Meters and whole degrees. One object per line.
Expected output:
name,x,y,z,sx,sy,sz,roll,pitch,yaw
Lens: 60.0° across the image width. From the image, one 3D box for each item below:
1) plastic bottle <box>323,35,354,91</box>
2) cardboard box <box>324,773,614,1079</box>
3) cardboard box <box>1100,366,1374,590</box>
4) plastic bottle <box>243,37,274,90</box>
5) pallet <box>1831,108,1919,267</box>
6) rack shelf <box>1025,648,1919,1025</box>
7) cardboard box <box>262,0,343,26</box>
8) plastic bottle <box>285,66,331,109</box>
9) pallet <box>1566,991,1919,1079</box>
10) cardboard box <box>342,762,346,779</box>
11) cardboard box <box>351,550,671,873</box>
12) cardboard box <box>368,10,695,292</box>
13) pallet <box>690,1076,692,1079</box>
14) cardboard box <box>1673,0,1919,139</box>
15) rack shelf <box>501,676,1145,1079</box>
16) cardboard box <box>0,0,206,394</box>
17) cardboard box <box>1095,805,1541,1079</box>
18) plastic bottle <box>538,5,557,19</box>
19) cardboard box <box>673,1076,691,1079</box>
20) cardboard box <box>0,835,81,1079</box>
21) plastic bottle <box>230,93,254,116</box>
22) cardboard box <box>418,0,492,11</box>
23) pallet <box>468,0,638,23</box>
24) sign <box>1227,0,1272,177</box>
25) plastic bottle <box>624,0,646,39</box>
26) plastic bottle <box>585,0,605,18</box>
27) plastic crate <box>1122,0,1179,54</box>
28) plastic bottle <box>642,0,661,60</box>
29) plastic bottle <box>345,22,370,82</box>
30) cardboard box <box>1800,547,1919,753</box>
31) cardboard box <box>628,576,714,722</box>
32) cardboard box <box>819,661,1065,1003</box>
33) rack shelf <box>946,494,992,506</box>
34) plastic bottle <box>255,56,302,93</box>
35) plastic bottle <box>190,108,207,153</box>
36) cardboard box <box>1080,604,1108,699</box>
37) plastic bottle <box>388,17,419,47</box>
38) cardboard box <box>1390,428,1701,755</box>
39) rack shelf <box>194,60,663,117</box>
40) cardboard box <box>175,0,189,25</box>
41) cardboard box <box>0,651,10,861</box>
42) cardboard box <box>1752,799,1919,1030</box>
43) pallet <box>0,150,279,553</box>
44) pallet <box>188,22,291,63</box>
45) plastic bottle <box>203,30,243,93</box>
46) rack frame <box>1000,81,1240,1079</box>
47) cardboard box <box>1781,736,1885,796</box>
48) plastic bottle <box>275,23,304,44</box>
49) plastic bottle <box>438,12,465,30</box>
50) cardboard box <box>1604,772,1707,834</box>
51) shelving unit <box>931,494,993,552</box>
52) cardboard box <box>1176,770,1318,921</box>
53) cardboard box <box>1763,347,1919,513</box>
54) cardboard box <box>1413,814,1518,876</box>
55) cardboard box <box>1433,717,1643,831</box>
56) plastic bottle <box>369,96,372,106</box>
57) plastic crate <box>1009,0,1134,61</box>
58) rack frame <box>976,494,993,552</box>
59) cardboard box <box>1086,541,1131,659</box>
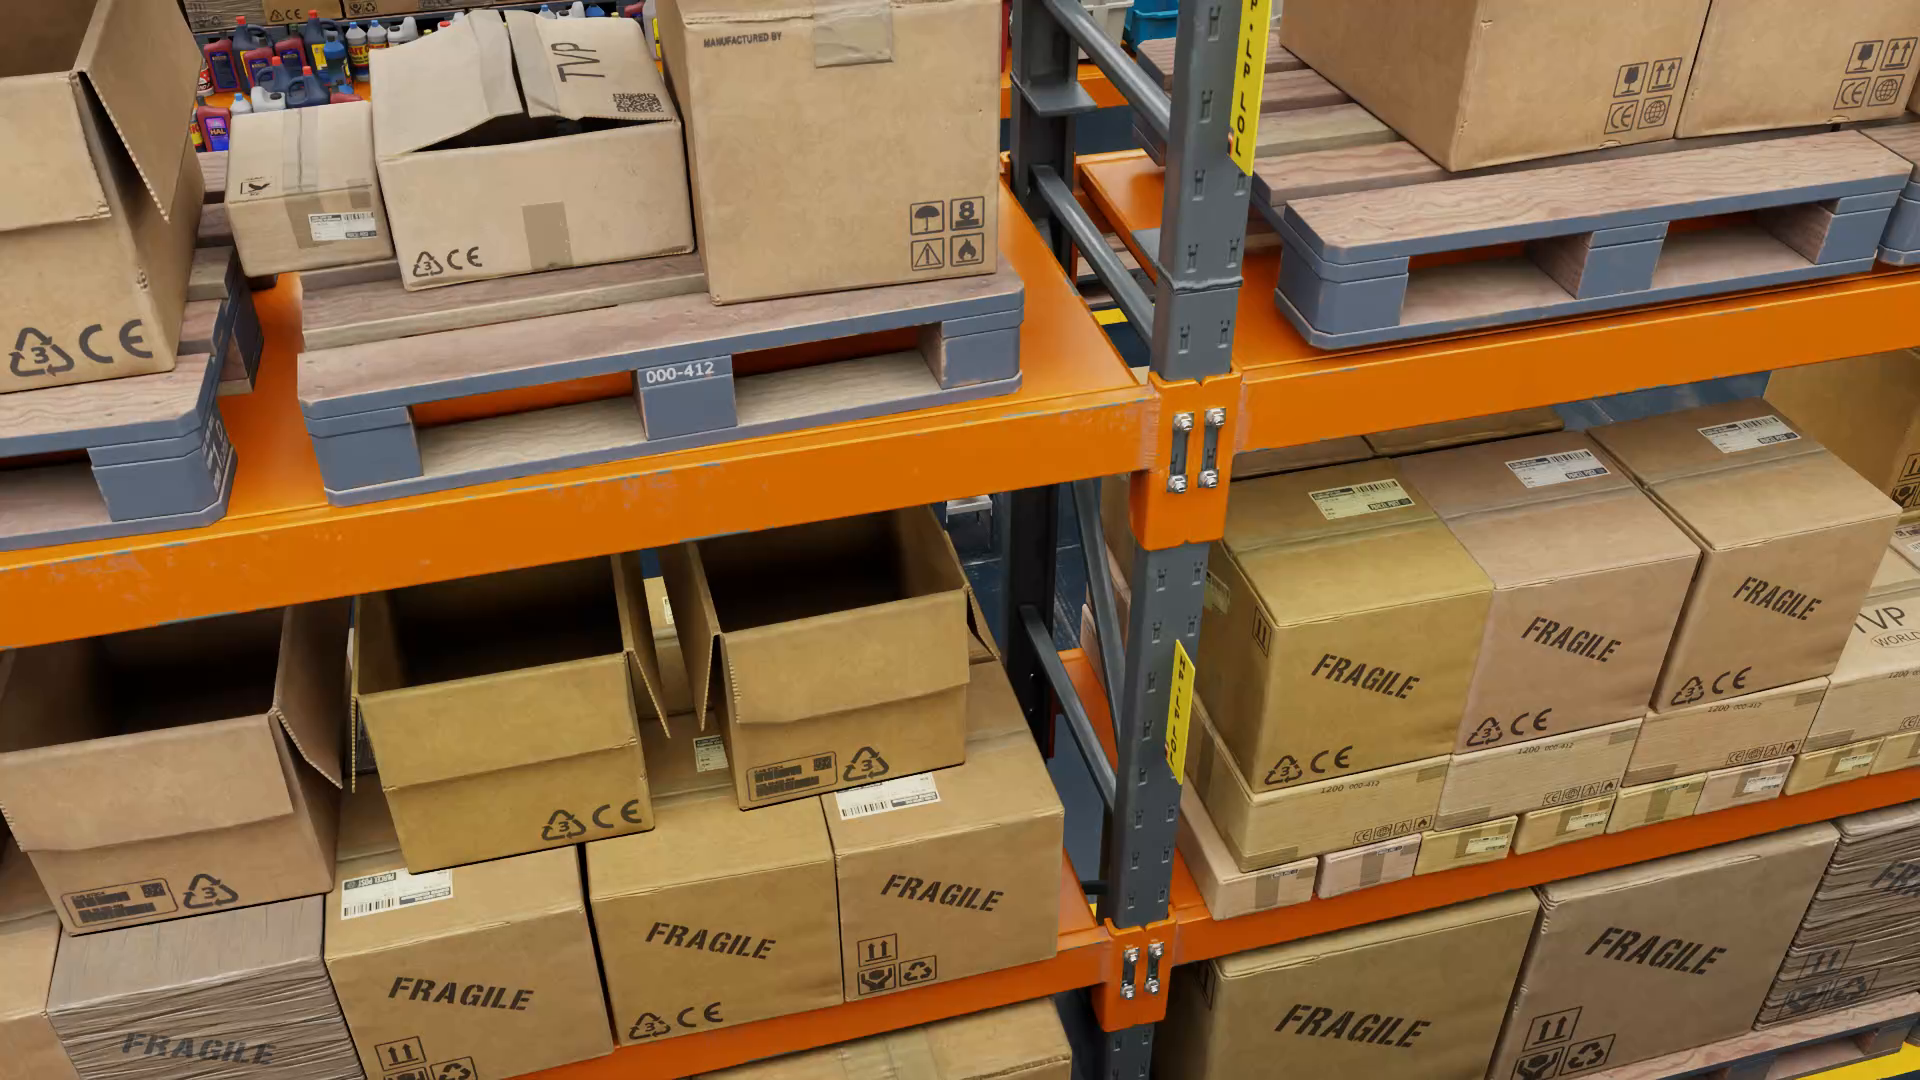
plastic bottle,-2.925,-2.235,7.809,0.097,0.271,0.097,0,37,0
cardboard box,-1.063,0.824,3.622,0.500,0.500,0.500,-10,38,-12
cardboard box,0.674,-0.118,4.197,0.500,0.500,0.500,-8,38,-11
plastic bottle,-3.255,-2.197,7.750,0.133,0.283,0.061,-9,38,-12
pallet,2.268,-1.003,3.696,1.213,0.211,1.003,-9,38,-12
rack shelf,2.230,0.437,4.802,4.000,0.370,1.077,-9,38,-12
cardboard box,-4.638,-3.959,11.652,0.500,0.500,0.500,-10,38,-13
plastic bottle,-2.857,-1.906,7.313,0.185,0.351,0.144,-9,38,-12
pallet,2.234,1.305,5.370,1.213,0.211,1.003,-9,38,-12
cardboard box,-1.675,0.599,3.916,0.500,0.500,0.500,-9,38,-11
cardboard box,-0.980,0.238,3.563,0.637,0.503,0.797,-9,38,-11
cardboard box,-0.783,-0.734,2.999,0.500,0.311,0.500,-11,39,-13
pallet,-0.426,1.742,4.799,1.213,0.211,1.003,-9,38,-12
cardboard box,1.560,-1.211,3.386,0.500,0.500,0.700,-7,38,-10
rack shelf,-1.631,1.070,3.974,4.000,0.370,1.077,-9,38,-12
cardboard box,-1.595,-0.634,2.710,0.637,0.503,0.797,-10,38,-13
cardboard box,0.958,1.087,4.763,0.875,0.875,0.875,-9,38,-12
plastic bottle,-2.010,-2.476,8.124,0.097,0.271,0.097,0,37,0
cardboard box,-1.175,1.400,4.354,0.875,0.875,1.225,-11,39,-14
cardboard box,-2.031,0.978,3.420,0.500,0.500,0.500,-10,39,-13
plastic bottle,-3.117,-1.817,7.262,0.097,0.271,0.097,0,37,0
cardboard box,-3.645,-4.126,11.871,0.500,0.500,0.500,-9,38,-11
pallet,-3.055,-4.085,12.416,1.213,0.211,1.003,-9,38,-12
sign,0.450,-0.737,2.591,0.005,0.325,0.100,-9,38,-12
plastic bottle,-1.586,-2.562,8.226,0.133,0.283,0.061,-9,38,-12
plastic bottle,-1.786,-2.513,8.172,0.097,0.271,0.097,0,37,0
plastic crate,0.954,-2.553,8.206,0.300,0.233,0.416,-9,38,-12
plastic bottle,-1.455,-2.546,8.150,0.185,0.351,0.144,-9,38,-12
plastic bottle,-2.869,-2.335,7.940,0.097,0.271,0.097,0,37,0
cardboard box,2.280,0.254,4.328,0.500,0.250,0.500,-9,38,-12
cardboard box,-0.695,0.435,4.131,0.500,0.500,0.500,-9,38,-12
cardboard box,-0.081,0.662,3.833,0.500,0.500,0.500,-9,38,-12
rack shelf,0.008,-0.261,7.053,0.200,0.077,0.258,-9,38,-12
plastic bottle,-3.027,-1.974,7.402,0.185,0.351,0.144,-9,38,-12
plastic bottle,-3.340,-1.780,7.214,0.097,0.271,0.097,0,37,0
cardboard box,0.509,0.327,4.560,0.250,0.149,0.380,-9,38,-12
plastic bottle,-2.656,-2.355,7.962,0.135,0.276,0.152,-9,38,-12
cardboard box,1.306,0.112,3.896,0.500,0.500,0.500,-9,38,-12
rack shelf,-2.923,-1.835,7.772,4.000,0.370,1.077,-9,38,-12
cardboard box,-5.627,-3.796,11.439,0.500,0.500,0.500,-8,38,-10
cardboard box,-2.222,0.455,3.278,0.637,0.503,0.797,-8,38,-11
cardboard box,2.686,0.804,5.133,0.875,0.875,0.875,-9,38,-12
pallet,-1.875,-0.327,2.895,1.213,0.211,1.003,-8,38,-10
pallet,-5.411,-3.698,11.911,1.213,0.211,1.003,-9,38,-12
plastic bottle,-3.471,-2.253,7.822,0.133,0.283,0.061,-9,38,-12
rack frame,0.300,0.468,4.169,0.127,3.000,1.000,-9,38,-12
cardboard box,2.176,0.468,4.376,0.250,0.149,0.380,-10,39,-13
plastic bottle,-3.163,-2.303,7.888,0.133,0.283,0.061,-9,38,-12
plastic bottle,-2.432,-2.392,8.010,0.135,0.276,0.152,-9,38,-12
cardboard box,1.680,0.549,4.270,0.250,0.149,0.380,-10,39,-13
shelving unit,0.008,-0.359,6.978,0.210,0.900,0.258,-9,38,-12
cardboard box,0.672,0.716,4.052,0.250,0.149,0.380,-9,38,-12
cardboard box,2.646,-0.440,4.617,0.500,0.500,0.500,-10,39,-13
cardboard box,1.180,0.632,4.162,0.250,0.149,0.380,-8,38,-10
cardboard box,1.303,0.413,4.120,0.500,0.250,0.500,-9,38,-12
plastic bottle,-2.586,-1.876,7.397,0.097,0.201,0.097,0,37,0
plastic crate,0.530,-2.548,8.160,0.530,0.282,0.437,-9,38,-12
rack frame,0.106,-0.375,6.999,0.006,0.900,0.240,-9,38,-12
cardboard box,0.657,0.185,4.417,0.500,0.250,0.500,-10,39,-13
